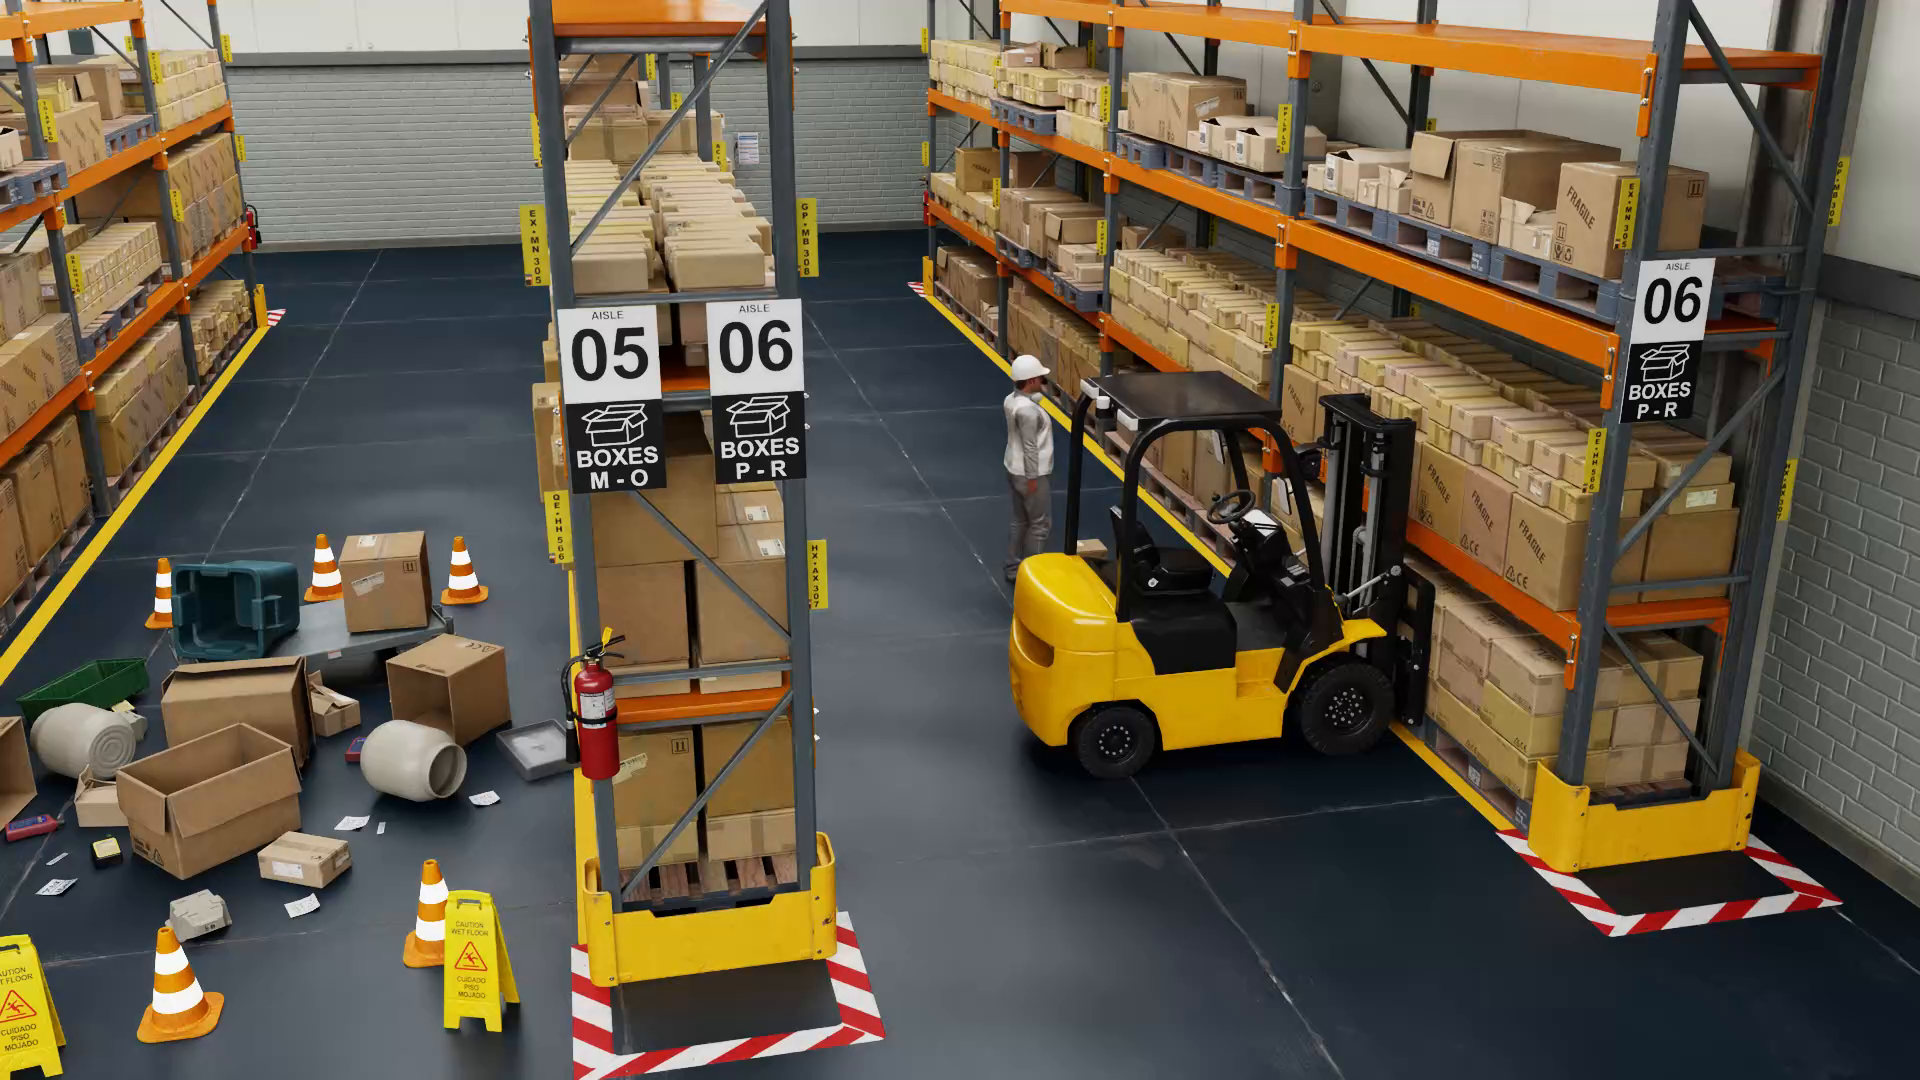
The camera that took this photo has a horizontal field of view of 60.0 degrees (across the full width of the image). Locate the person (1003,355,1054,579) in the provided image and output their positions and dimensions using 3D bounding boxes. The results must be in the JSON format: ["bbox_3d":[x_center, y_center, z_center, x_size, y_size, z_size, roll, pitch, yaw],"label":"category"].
[{"bbox_3d":[0.544,-0.526,12.526,0.407,1.771,0.533,-4,20,-11],"label":"person"}]
